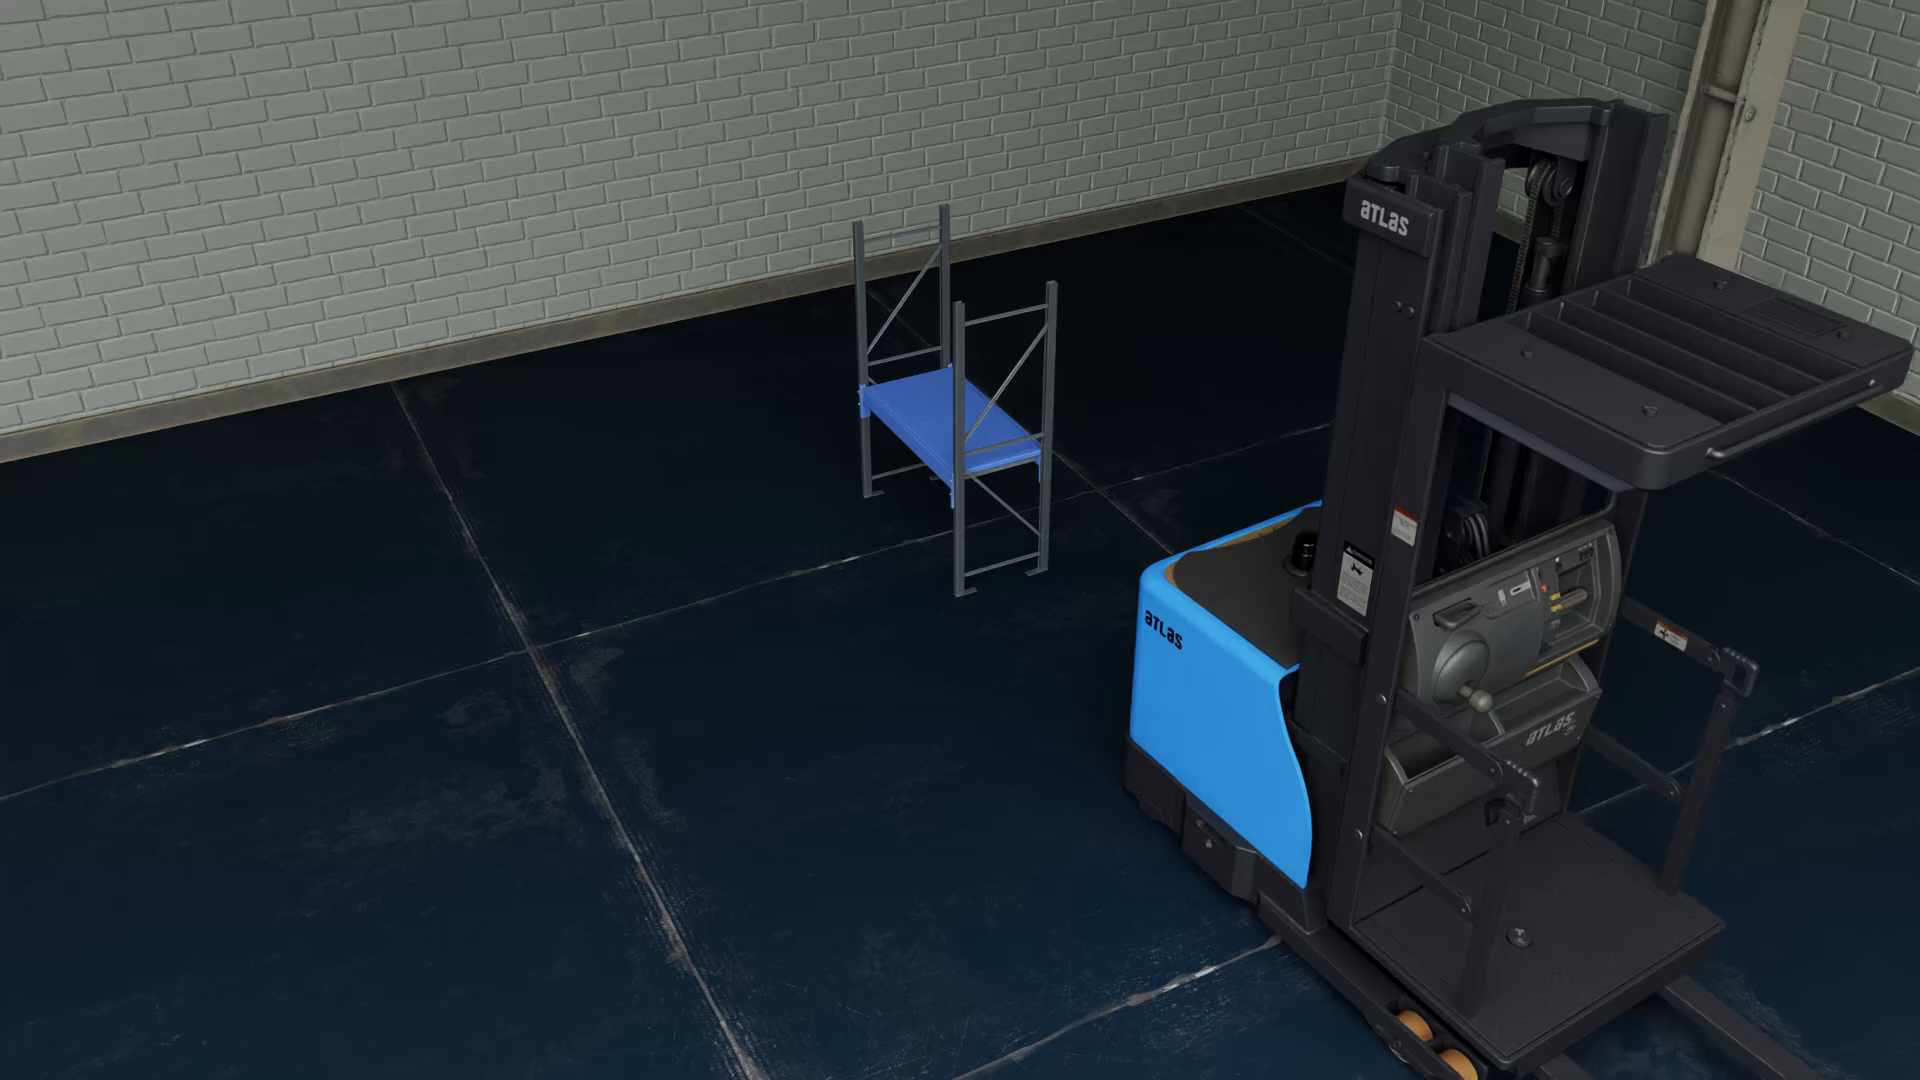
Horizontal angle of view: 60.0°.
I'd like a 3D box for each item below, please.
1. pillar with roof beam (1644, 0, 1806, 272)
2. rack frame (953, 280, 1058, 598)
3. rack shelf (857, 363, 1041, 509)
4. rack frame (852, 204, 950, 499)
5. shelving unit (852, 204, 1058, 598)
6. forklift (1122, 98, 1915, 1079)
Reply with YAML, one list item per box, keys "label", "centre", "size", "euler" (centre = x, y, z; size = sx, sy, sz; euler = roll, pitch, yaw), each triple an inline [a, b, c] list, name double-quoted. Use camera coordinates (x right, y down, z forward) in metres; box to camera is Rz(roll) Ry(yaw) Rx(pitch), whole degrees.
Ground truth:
- label: "pillar with roof beam"
  centre: [0.609, -4.019, 6.181]
  size: [9.100, 9.000, 0.400]
  euler: [-16, 36, -23]
- label: "rack frame"
  centre: [0.197, -0.430, 7.530]
  size: [0.500, 1.500, 0.032]
  euler: [-16, 36, -23]
- label: "rack shelf"
  centre: [-0.040, -0.521, 8.006]
  size: [0.538, 0.185, 1.000]
  euler: [-16, 36, -23]
- label: "rack frame"
  centre: [-0.277, -0.915, 8.288]
  size: [0.500, 1.500, 0.032]
  euler: [-16, 36, -23]
- label: "shelving unit"
  centre: [-0.040, -0.672, 7.909]
  size: [0.538, 1.500, 1.048]
  euler: [-16, 36, -23]
- label: "forklift"
  centre: [1.866, 0.297, 5.069]
  size: [1.130, 2.935, 3.031]
  euler: [-19, 37, -27]
